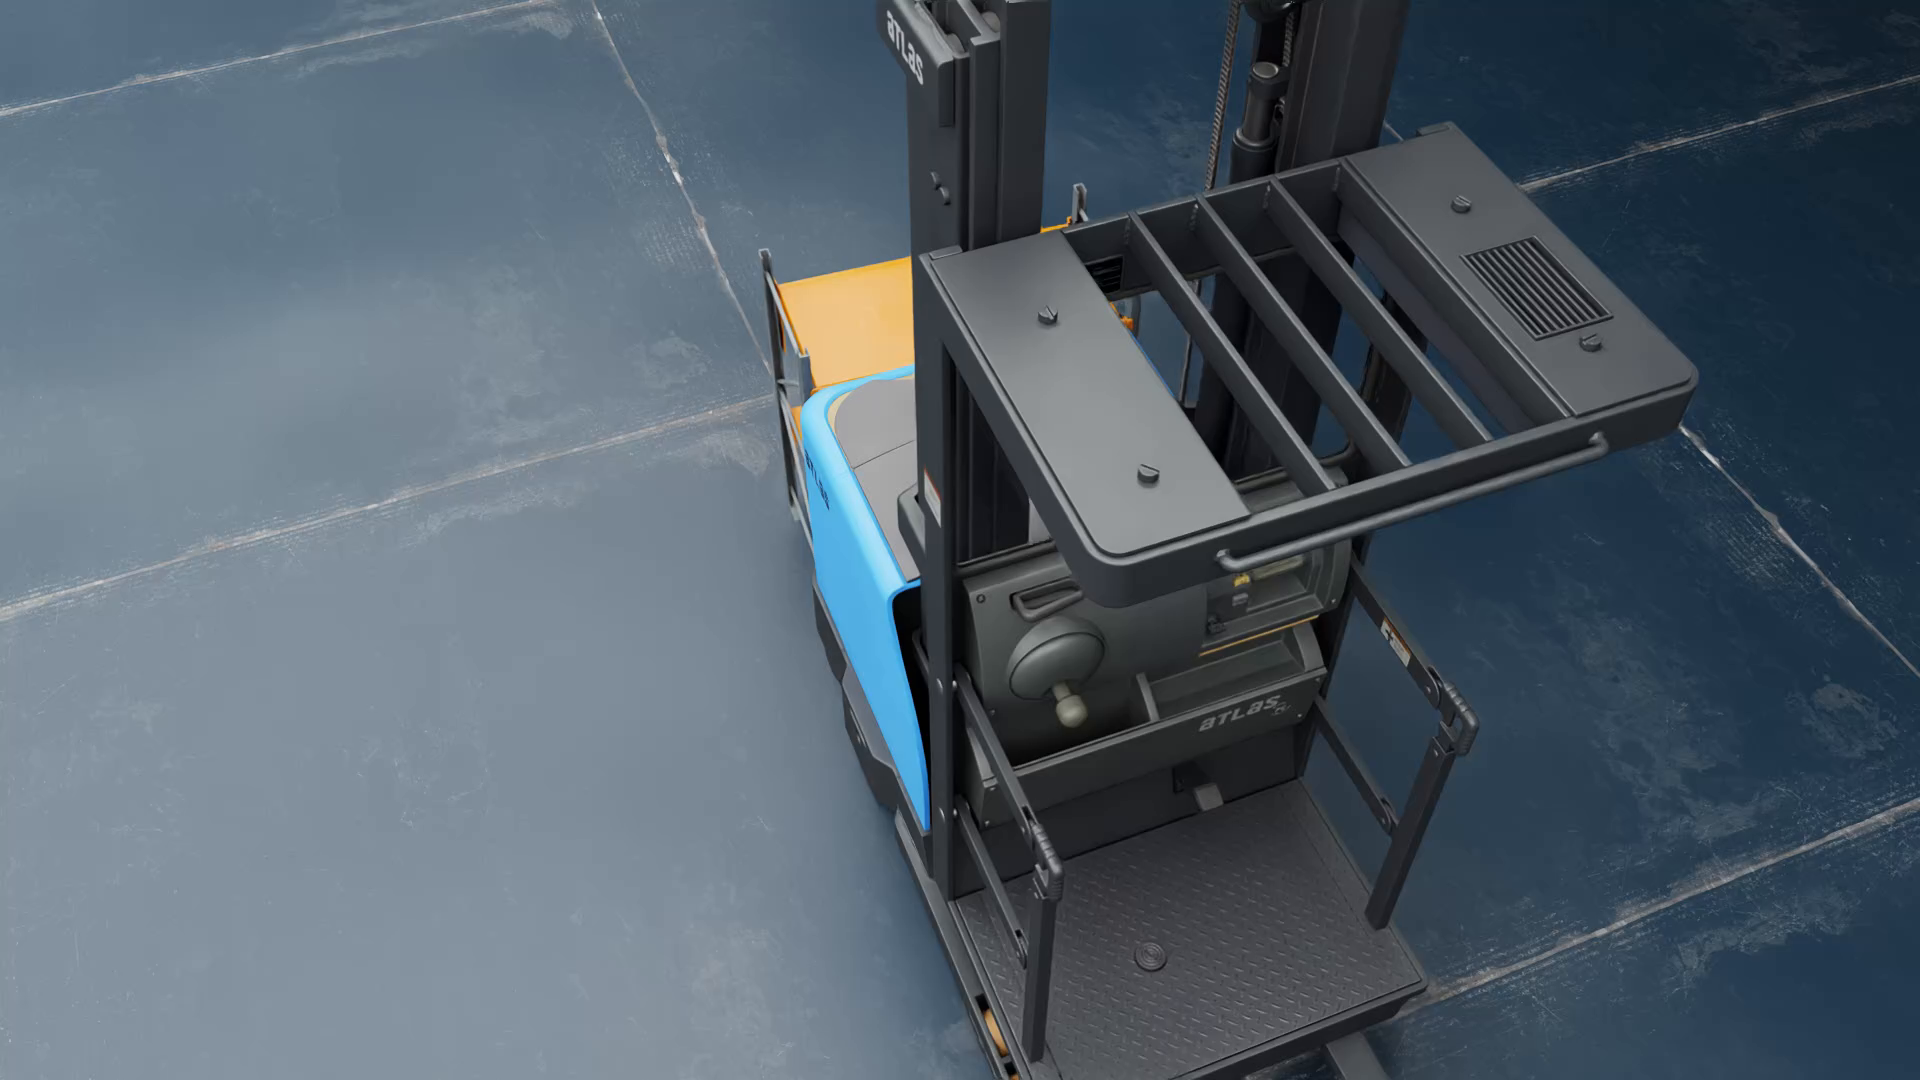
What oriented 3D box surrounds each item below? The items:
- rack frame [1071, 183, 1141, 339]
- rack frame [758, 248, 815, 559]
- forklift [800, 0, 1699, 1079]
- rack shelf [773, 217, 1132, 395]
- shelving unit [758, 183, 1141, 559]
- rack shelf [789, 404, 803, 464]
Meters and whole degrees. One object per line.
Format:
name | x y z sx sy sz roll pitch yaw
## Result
rack frame | 0.449 -0.573 5.501 0.032 1.125 0.500 -14 51 -12
rack frame | -0.517 -0.333 5.294 0.032 1.125 0.500 -14 51 -12
forklift | 0.543 0.239 3.613 1.130 2.935 3.031 -17 51 -14
rack shelf | -0.034 -0.644 5.176 1.000 0.278 0.538 -14 51 -12
shelving unit | -0.034 -0.453 5.398 1.048 1.125 0.538 -14 51 -12
rack shelf | -0.034 -0.294 5.583 1.000 0.278 0.538 -14 51 -12
